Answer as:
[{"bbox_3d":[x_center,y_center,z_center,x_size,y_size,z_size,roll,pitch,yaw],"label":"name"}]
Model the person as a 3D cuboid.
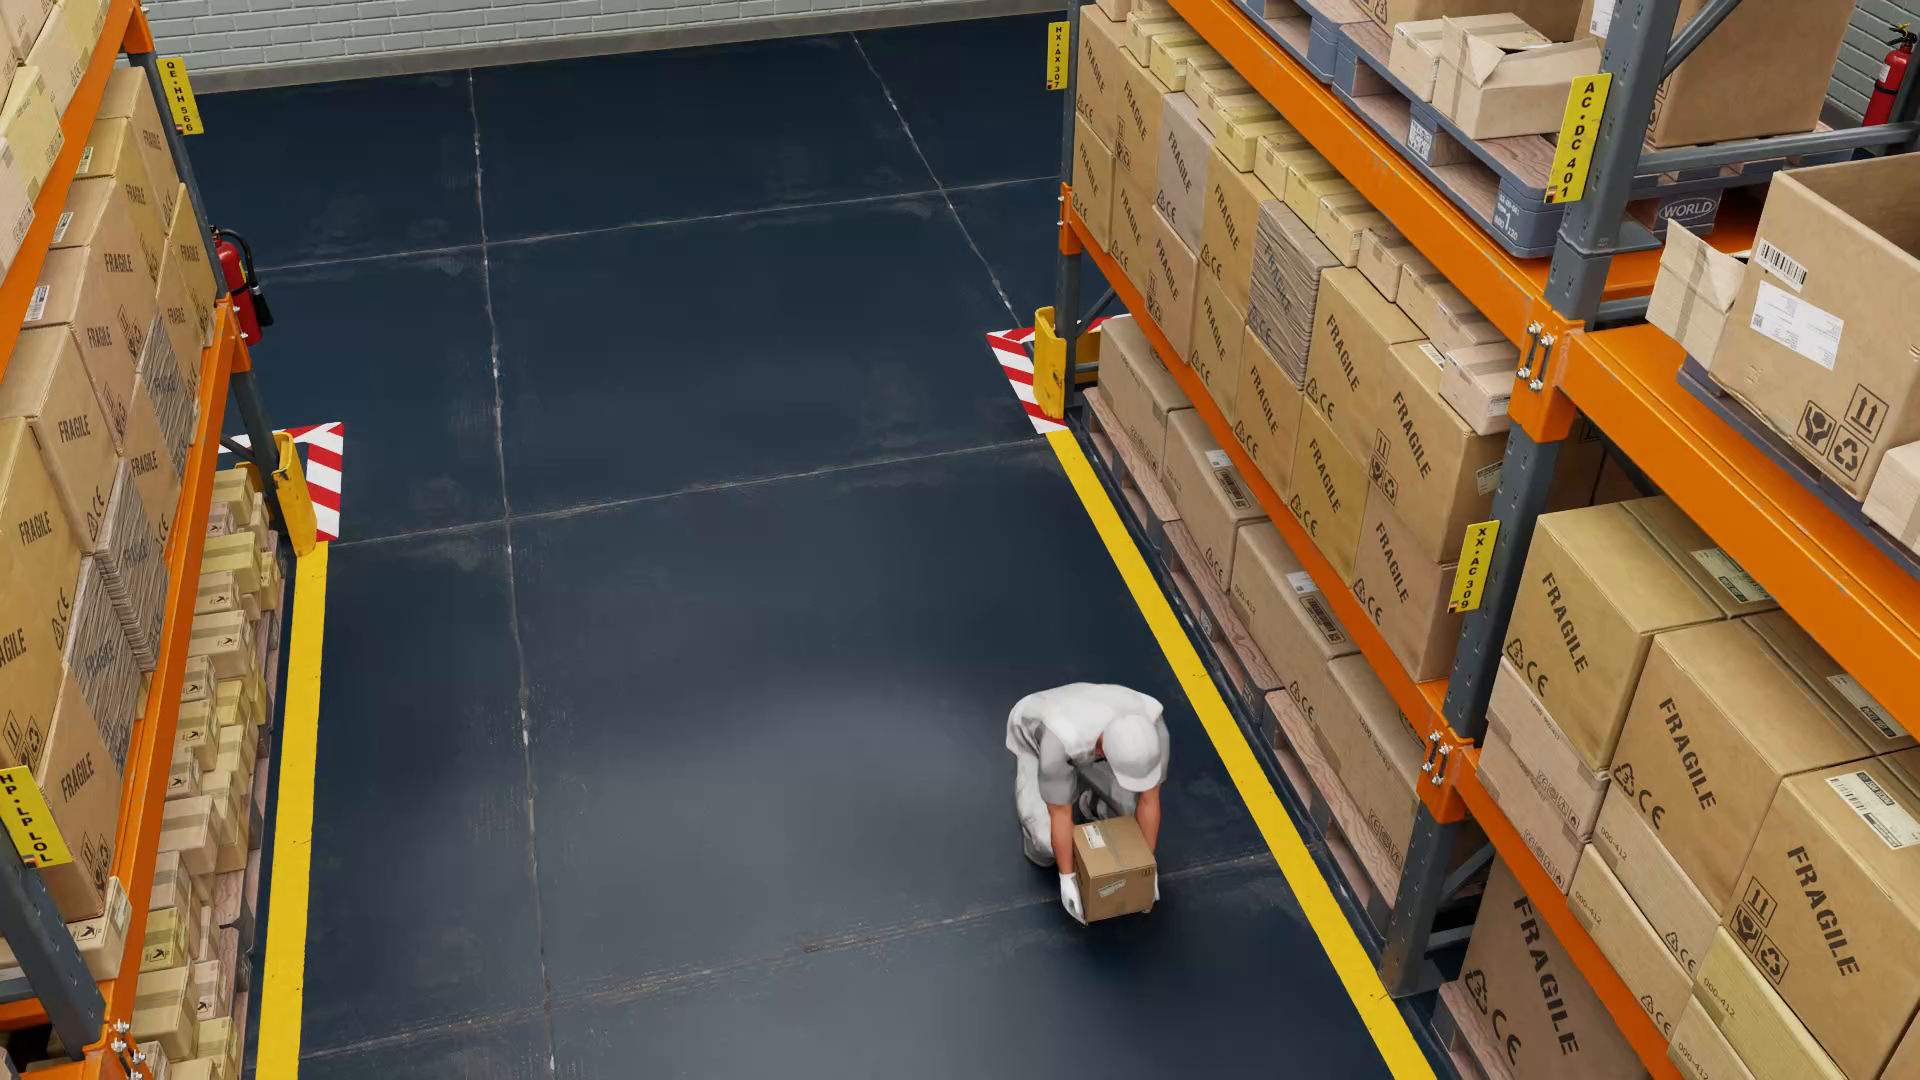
[{"bbox_3d":[0.485,0.870,6.224,0.547,1.002,0.877,-10,39,-13],"label":"person"}]
